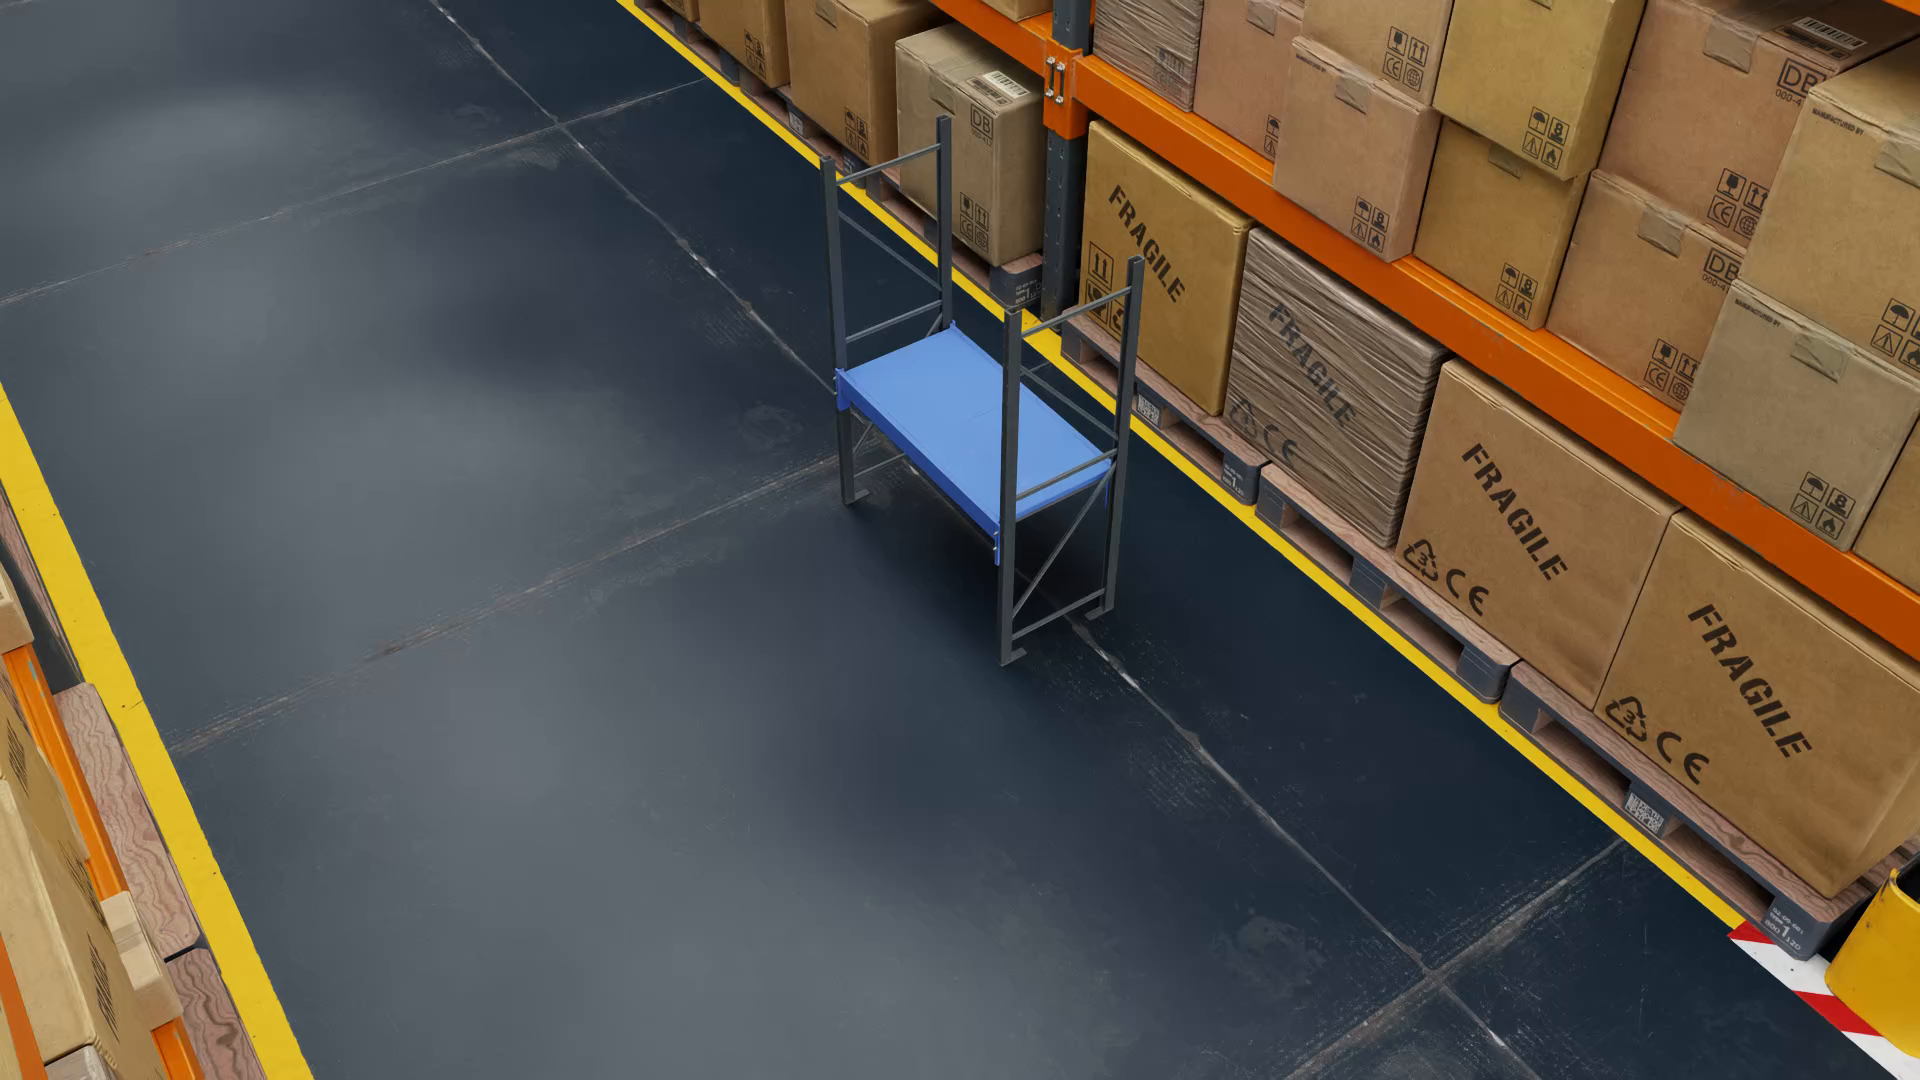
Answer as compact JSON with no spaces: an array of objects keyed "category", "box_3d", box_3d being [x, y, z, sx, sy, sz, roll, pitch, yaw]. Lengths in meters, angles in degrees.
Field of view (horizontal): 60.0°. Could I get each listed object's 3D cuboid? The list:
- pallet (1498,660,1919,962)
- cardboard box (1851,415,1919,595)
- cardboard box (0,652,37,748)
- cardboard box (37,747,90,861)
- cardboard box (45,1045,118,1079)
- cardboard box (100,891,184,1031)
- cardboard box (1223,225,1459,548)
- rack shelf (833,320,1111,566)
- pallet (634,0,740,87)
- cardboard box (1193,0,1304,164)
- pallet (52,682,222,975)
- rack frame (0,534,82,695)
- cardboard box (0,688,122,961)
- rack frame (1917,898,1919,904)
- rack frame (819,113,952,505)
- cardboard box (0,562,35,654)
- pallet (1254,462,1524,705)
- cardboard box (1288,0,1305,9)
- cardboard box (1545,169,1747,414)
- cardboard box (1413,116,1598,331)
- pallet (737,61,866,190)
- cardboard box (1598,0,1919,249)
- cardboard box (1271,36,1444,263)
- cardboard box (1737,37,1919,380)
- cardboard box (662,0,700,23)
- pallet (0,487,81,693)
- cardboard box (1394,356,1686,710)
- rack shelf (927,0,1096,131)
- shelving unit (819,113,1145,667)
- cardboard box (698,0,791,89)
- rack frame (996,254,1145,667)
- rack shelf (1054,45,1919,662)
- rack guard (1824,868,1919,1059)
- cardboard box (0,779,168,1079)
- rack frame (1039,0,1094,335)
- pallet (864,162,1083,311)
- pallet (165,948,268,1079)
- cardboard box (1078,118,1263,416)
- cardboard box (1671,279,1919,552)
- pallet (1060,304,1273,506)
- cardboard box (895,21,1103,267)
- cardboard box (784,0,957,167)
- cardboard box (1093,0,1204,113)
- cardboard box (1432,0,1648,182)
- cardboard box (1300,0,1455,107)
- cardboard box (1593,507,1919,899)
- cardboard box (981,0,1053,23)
[{"category":"pallet","box_3d":[2.559,0.648,5.418,1.003,0.211,1.213,-26,49,-24]},{"category":"cardboard box","box_3d":[2.831,-0.185,4.163,0.875,0.550,0.550,-26,49,-24]},{"category":"cardboard box","box_3d":[-1.995,0.190,2.867,0.500,0.500,0.500,-26,49,-24]},{"category":"cardboard box","box_3d":[-2.124,0.650,3.579,0.380,0.149,0.250,-26,49,-24]},{"category":"cardboard box","box_3d":[-1.137,1.039,1.978,0.500,0.500,0.500,-26,49,-24]},{"category":"cardboard box","box_3d":[-1.792,0.911,3.306,0.380,0.149,0.250,-26,49,-24]},{"category":"cardboard box","box_3d":[1.613,-0.695,6.040,0.875,0.875,0.875,-25,49,-24]},{"category":"rack shelf","box_3d":[0.049,-0.364,5.806,0.538,0.185,1.000,-26,49,-24]},{"category":"pallet","box_3d":[-1.107,-2.985,9.224,1.003,0.211,1.213,-26,49,-24]},{"category":"cardboard box","box_3d":[1.346,-1.752,5.804,0.875,0.550,0.550,-26,49,-24]},{"category":"pallet","box_3d":[-2.921,1.073,4.973,1.003,0.211,1.213,-26,49,-24]},{"category":"rack frame","box_3d":[-3.334,-0.302,4.394,1.000,3.000,0.127,-26,49,-24]},{"category":"cardboard box","box_3d":[-1.704,0.470,2.573,0.500,0.500,0.500,-26,49,-24]},{"category":"rack frame","box_3d":[3.080,0.061,4.013,1.000,3.000,0.127,-26,49,-24]},{"category":"rack frame","box_3d":[-0.242,-0.782,5.983,0.500,1.500,0.032,-26,49,-24]},{"category":"cardboard box","box_3d":[-2.506,0.203,4.047,0.380,0.149,0.250,-26,49,-24]},{"category":"pallet","box_3d":[1.865,-0.042,6.141,1.003,0.211,1.213,-26,49,-24]},{"category":"cardboard box","box_3d":[1.385,-2.161,5.451,0.875,0.550,0.550,-26,49,-24]},{"category":"cardboard box","box_3d":[2.281,-0.855,4.865,0.875,0.550,0.550,-26,49,-24]},{"category":"cardboard box","box_3d":[1.944,-1.139,5.162,0.875,0.550,0.500,-26,49,-24]},{"category":"pallet","box_3d":[-0.413,-2.294,8.500,1.003,0.211,1.213,-26,49,-24]},{"category":"cardboard box","box_3d":[2.301,-1.255,4.502,0.875,0.550,0.550,-26,49,-24]},{"category":"cardboard box","box_3d":[1.558,-1.399,5.435,0.875,0.550,0.550,-26,49,-24]},{"category":"cardboard box","box_3d":[2.510,-0.884,4.113,0.875,0.550,0.550,-26,49,-24]},{"category":"cardboard box","box_3d":[-1.222,-3.427,8.993,1.050,0.750,0.750,-26,50,-25]},{"category":"pallet","box_3d":[-3.781,0.266,5.818,1.003,0.211,1.213,-26,49,-24]},{"category":"cardboard box","box_3d":[2.133,-0.177,5.498,0.875,0.875,0.875,-26,50,-25]},{"category":"rack shelf","box_3d":[-0.352,-3.077,7.821,1.077,0.370,4.000,-26,49,-24]},{"category":"shelving unit","box_3d":[0.049,-0.494,5.682,0.538,1.500,1.048,-26,49,-24]},{"category":"cardboard box","box_3d":[-0.719,-2.933,8.476,1.050,0.750,0.750,-25,49,-24]},{"category":"rack frame","box_3d":[0.340,-0.206,5.380,0.500,1.500,0.032,-26,49,-24]},{"category":"rack shelf","box_3d":[1.936,-0.811,5.448,1.077,0.370,4.000,-26,49,-24]},{"category":"rack guard","box_3d":[3.094,0.979,4.862,1.175,0.500,0.348,-26,49,-24]},{"category":"cardboard box","box_3d":[-1.417,0.753,2.277,0.500,0.500,0.500,-26,49,-24]},{"category":"rack frame","box_3d":[0.792,-2.204,6.387,1.000,3.000,0.127,-26,49,-24]},{"category":"pallet","box_3d":[0.289,-1.603,7.776,1.003,0.211,1.213,-26,49,-24]},{"category":"pallet","box_3d":[-2.219,1.765,4.249,1.003,0.211,1.213,-26,49,-24]},{"category":"cardboard box","box_3d":[1.094,-1.204,6.573,0.875,0.875,0.875,-25,49,-24]},{"category":"cardboard box","box_3d":[2.498,-0.488,4.480,0.875,0.550,0.550,-26,49,-24]},{"category":"pallet","box_3d":[1.163,-0.734,6.866,1.003,0.211,1.213,-26,49,-24]},{"category":"cardboard box","box_3d":[0.363,-1.858,7.349,1.050,0.750,0.750,-26,49,-25]},{"category":"cardboard box","box_3d":[-0.186,-2.406,7.923,1.050,0.750,0.750,-26,49,-24]},{"category":"cardboard box","box_3d":[1.013,-2.054,6.121,0.875,0.550,0.550,-26,49,-24]},{"category":"cardboard box","box_3d":[1.891,-1.504,4.762,0.875,0.550,0.500,-26,49,-24]},{"category":"cardboard box","box_3d":[1.581,-1.801,5.073,0.875,0.550,0.550,-26,49,-24]},{"category":"cardboard box","box_3d":[2.638,0.320,4.977,0.875,0.875,0.875,-25,49,-24]},{"category":"cardboard box","box_3d":[0.274,-2.430,6.551,0.500,0.500,0.500,-26,49,-25]}]
